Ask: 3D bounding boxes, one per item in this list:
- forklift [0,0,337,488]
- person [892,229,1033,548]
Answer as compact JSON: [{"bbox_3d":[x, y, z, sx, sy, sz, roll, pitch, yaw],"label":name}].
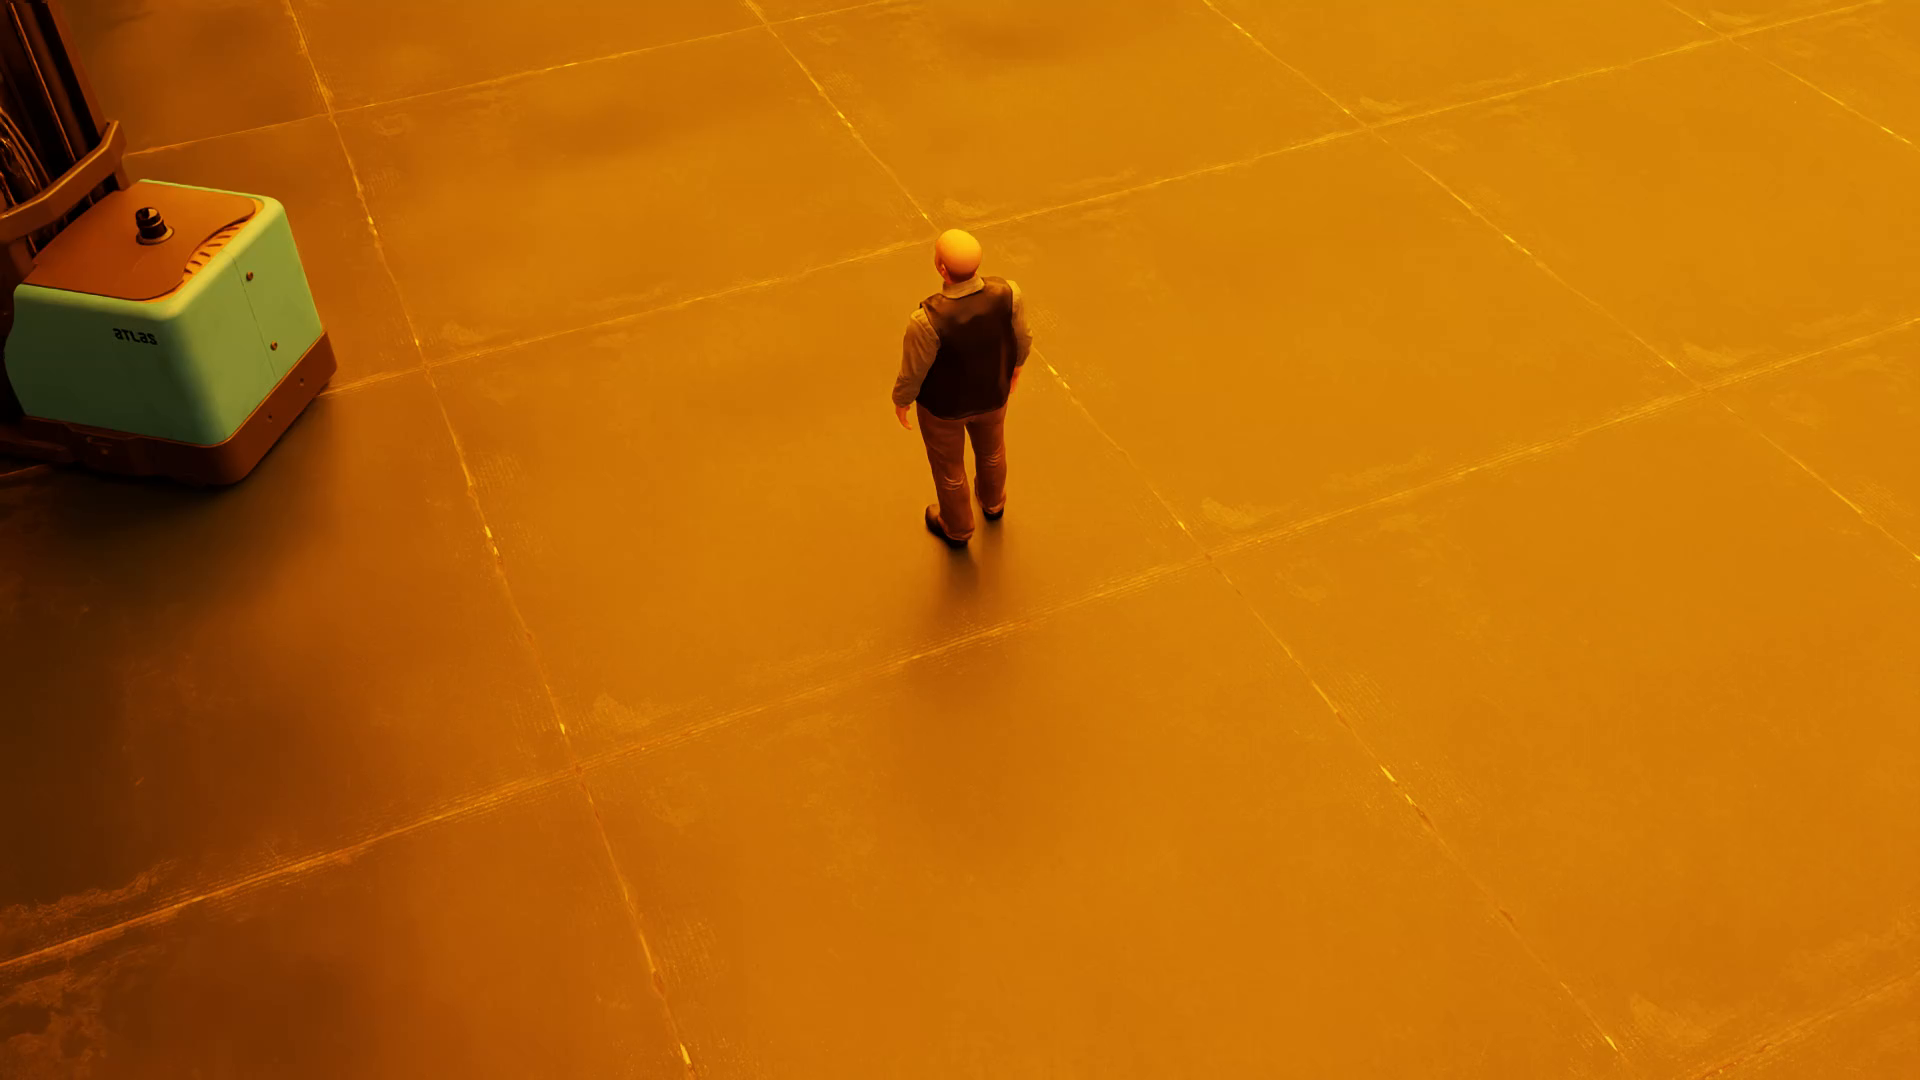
[{"bbox_3d":[-4.825,-1.860,7.673,3.031,2.935,1.130,9,44,10],"label":"forklift"},{"bbox_3d":[-0.019,-0.675,7.279,0.632,1.720,0.568,-18,46,-18],"label":"person"}]
